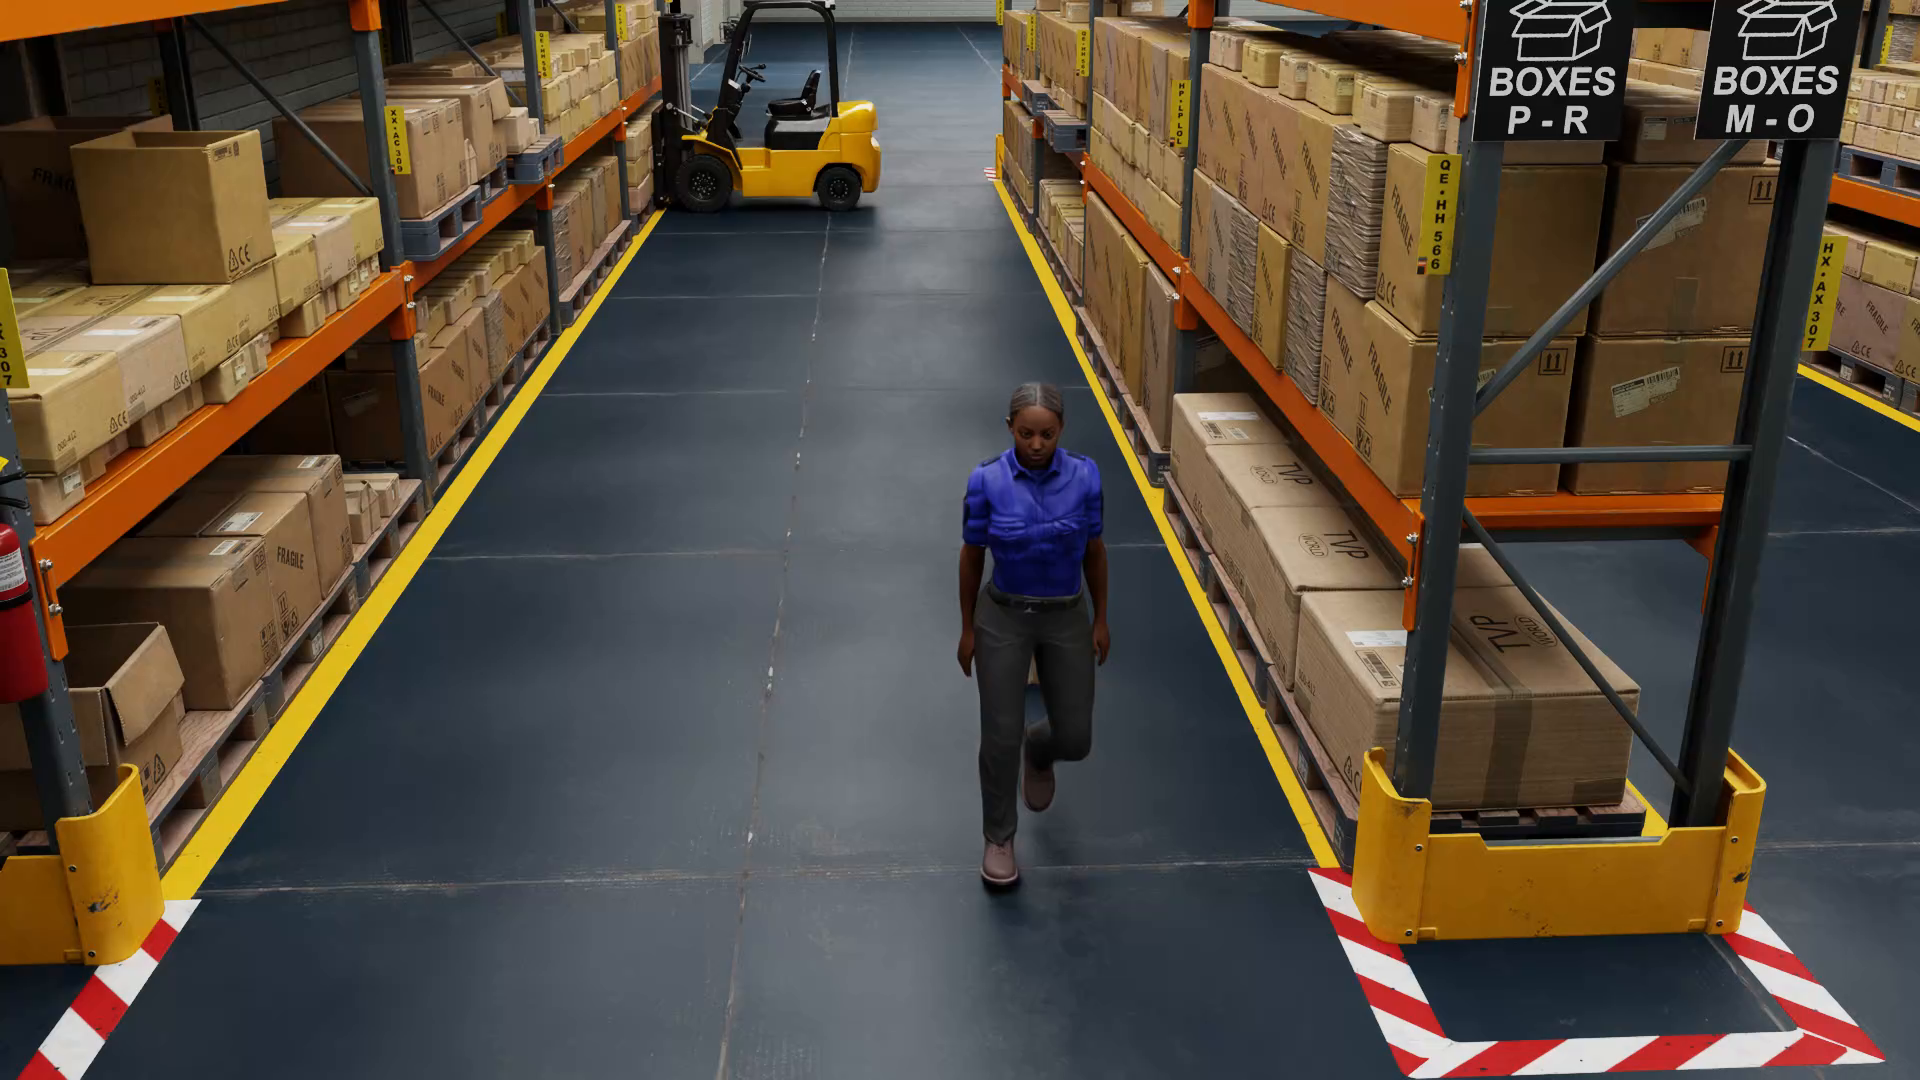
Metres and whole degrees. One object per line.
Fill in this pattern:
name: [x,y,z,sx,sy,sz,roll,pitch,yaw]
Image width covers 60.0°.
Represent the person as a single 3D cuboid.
person: [0.236,0.253,5.345,0.496,1.645,0.580,-1,21,-4]
